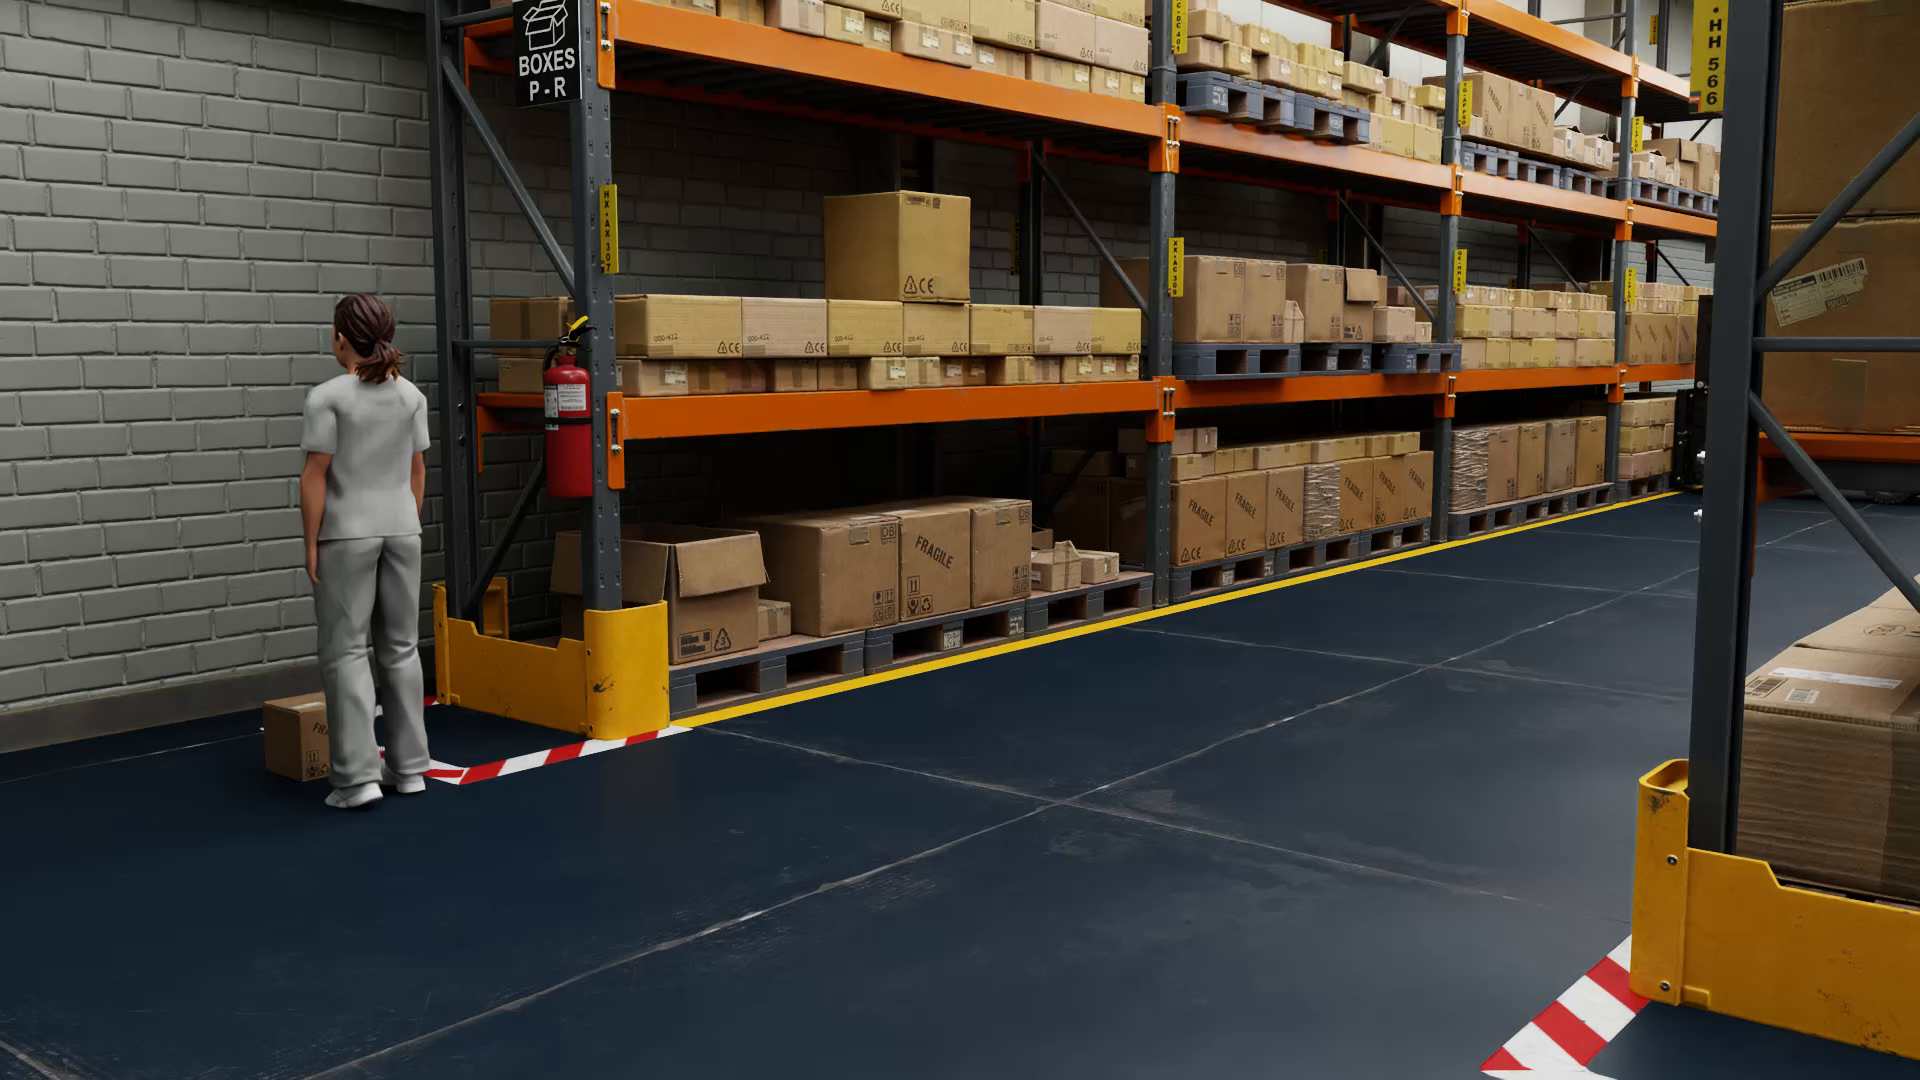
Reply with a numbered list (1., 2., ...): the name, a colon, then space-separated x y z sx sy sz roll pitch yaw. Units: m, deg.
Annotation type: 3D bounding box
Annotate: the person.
1. person: -1.973 0.058 5.514 0.442 1.728 0.393 -7 9 -44
